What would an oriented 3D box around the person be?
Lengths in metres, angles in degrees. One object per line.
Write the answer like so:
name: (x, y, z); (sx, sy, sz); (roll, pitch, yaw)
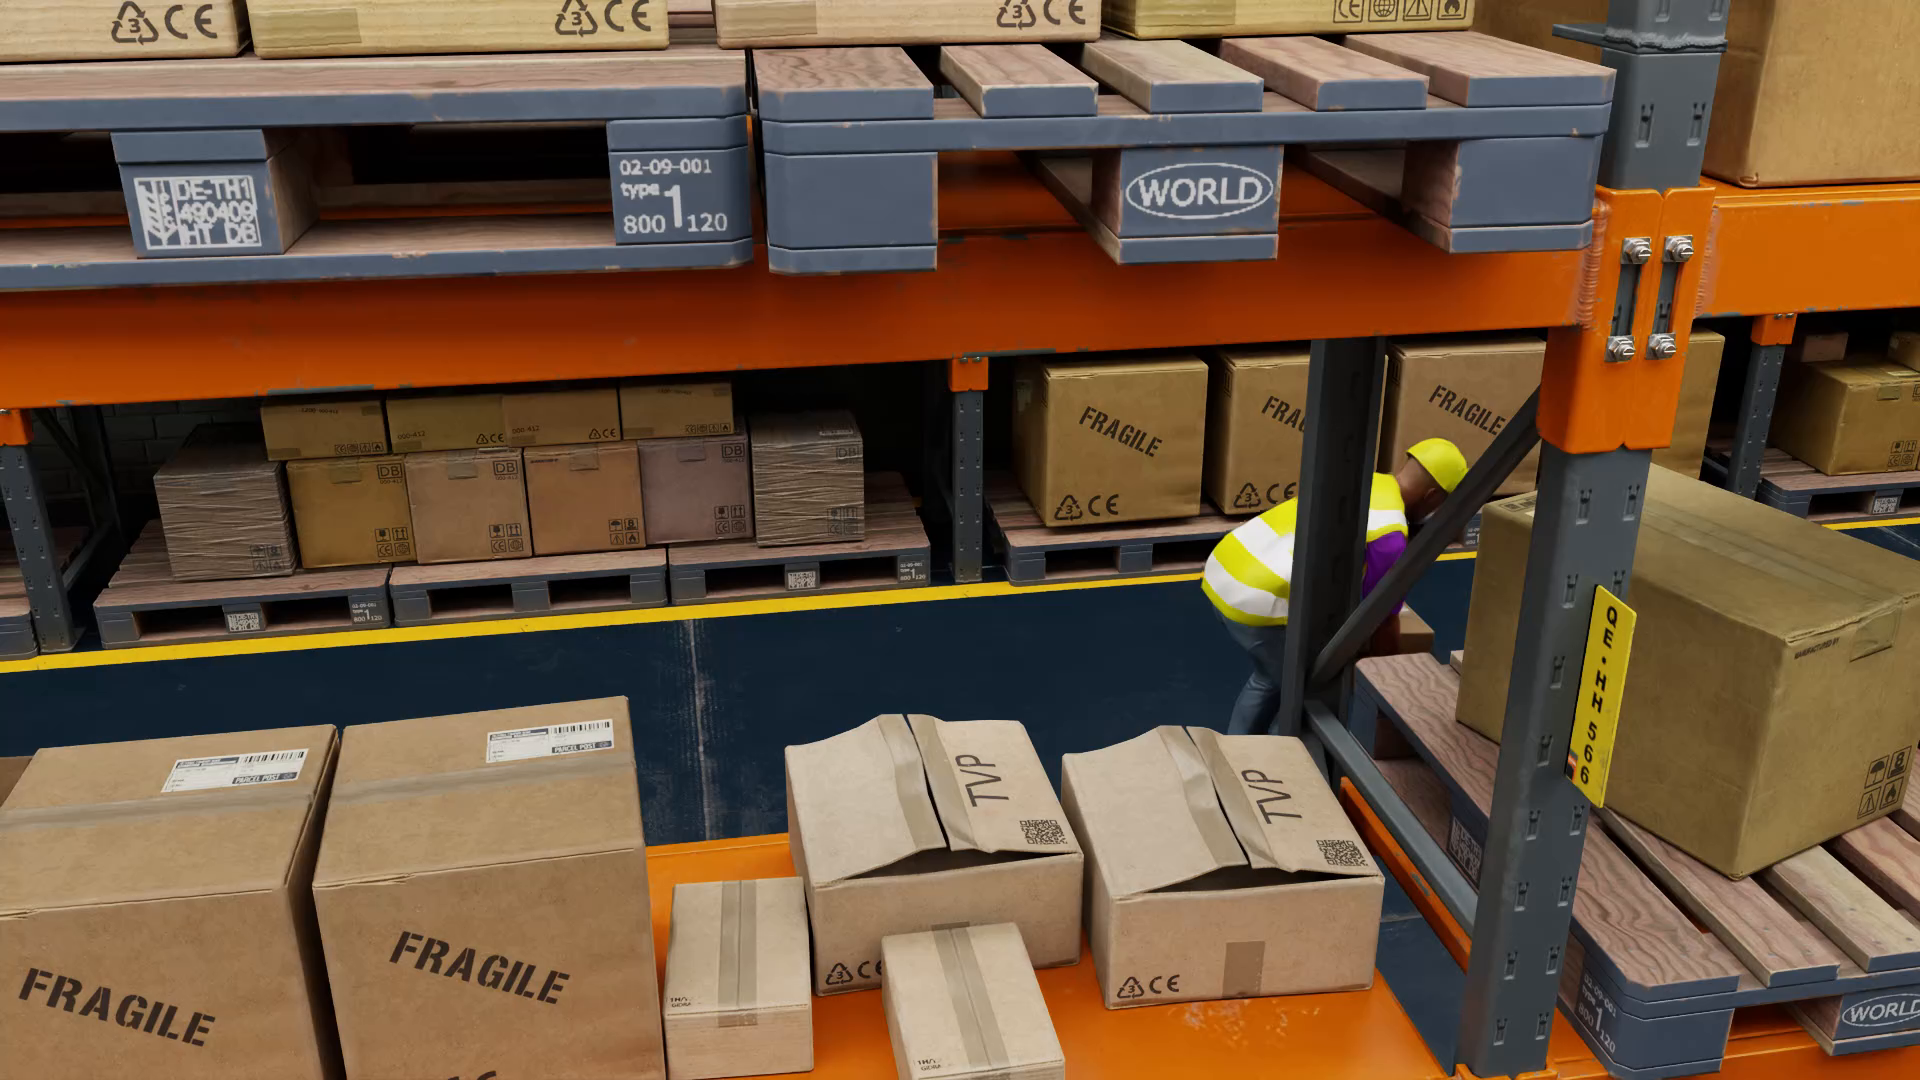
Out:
person: (1.287, 0.320, 5.811); (0.898, 1.376, 0.490); (-5, 24, -11)
